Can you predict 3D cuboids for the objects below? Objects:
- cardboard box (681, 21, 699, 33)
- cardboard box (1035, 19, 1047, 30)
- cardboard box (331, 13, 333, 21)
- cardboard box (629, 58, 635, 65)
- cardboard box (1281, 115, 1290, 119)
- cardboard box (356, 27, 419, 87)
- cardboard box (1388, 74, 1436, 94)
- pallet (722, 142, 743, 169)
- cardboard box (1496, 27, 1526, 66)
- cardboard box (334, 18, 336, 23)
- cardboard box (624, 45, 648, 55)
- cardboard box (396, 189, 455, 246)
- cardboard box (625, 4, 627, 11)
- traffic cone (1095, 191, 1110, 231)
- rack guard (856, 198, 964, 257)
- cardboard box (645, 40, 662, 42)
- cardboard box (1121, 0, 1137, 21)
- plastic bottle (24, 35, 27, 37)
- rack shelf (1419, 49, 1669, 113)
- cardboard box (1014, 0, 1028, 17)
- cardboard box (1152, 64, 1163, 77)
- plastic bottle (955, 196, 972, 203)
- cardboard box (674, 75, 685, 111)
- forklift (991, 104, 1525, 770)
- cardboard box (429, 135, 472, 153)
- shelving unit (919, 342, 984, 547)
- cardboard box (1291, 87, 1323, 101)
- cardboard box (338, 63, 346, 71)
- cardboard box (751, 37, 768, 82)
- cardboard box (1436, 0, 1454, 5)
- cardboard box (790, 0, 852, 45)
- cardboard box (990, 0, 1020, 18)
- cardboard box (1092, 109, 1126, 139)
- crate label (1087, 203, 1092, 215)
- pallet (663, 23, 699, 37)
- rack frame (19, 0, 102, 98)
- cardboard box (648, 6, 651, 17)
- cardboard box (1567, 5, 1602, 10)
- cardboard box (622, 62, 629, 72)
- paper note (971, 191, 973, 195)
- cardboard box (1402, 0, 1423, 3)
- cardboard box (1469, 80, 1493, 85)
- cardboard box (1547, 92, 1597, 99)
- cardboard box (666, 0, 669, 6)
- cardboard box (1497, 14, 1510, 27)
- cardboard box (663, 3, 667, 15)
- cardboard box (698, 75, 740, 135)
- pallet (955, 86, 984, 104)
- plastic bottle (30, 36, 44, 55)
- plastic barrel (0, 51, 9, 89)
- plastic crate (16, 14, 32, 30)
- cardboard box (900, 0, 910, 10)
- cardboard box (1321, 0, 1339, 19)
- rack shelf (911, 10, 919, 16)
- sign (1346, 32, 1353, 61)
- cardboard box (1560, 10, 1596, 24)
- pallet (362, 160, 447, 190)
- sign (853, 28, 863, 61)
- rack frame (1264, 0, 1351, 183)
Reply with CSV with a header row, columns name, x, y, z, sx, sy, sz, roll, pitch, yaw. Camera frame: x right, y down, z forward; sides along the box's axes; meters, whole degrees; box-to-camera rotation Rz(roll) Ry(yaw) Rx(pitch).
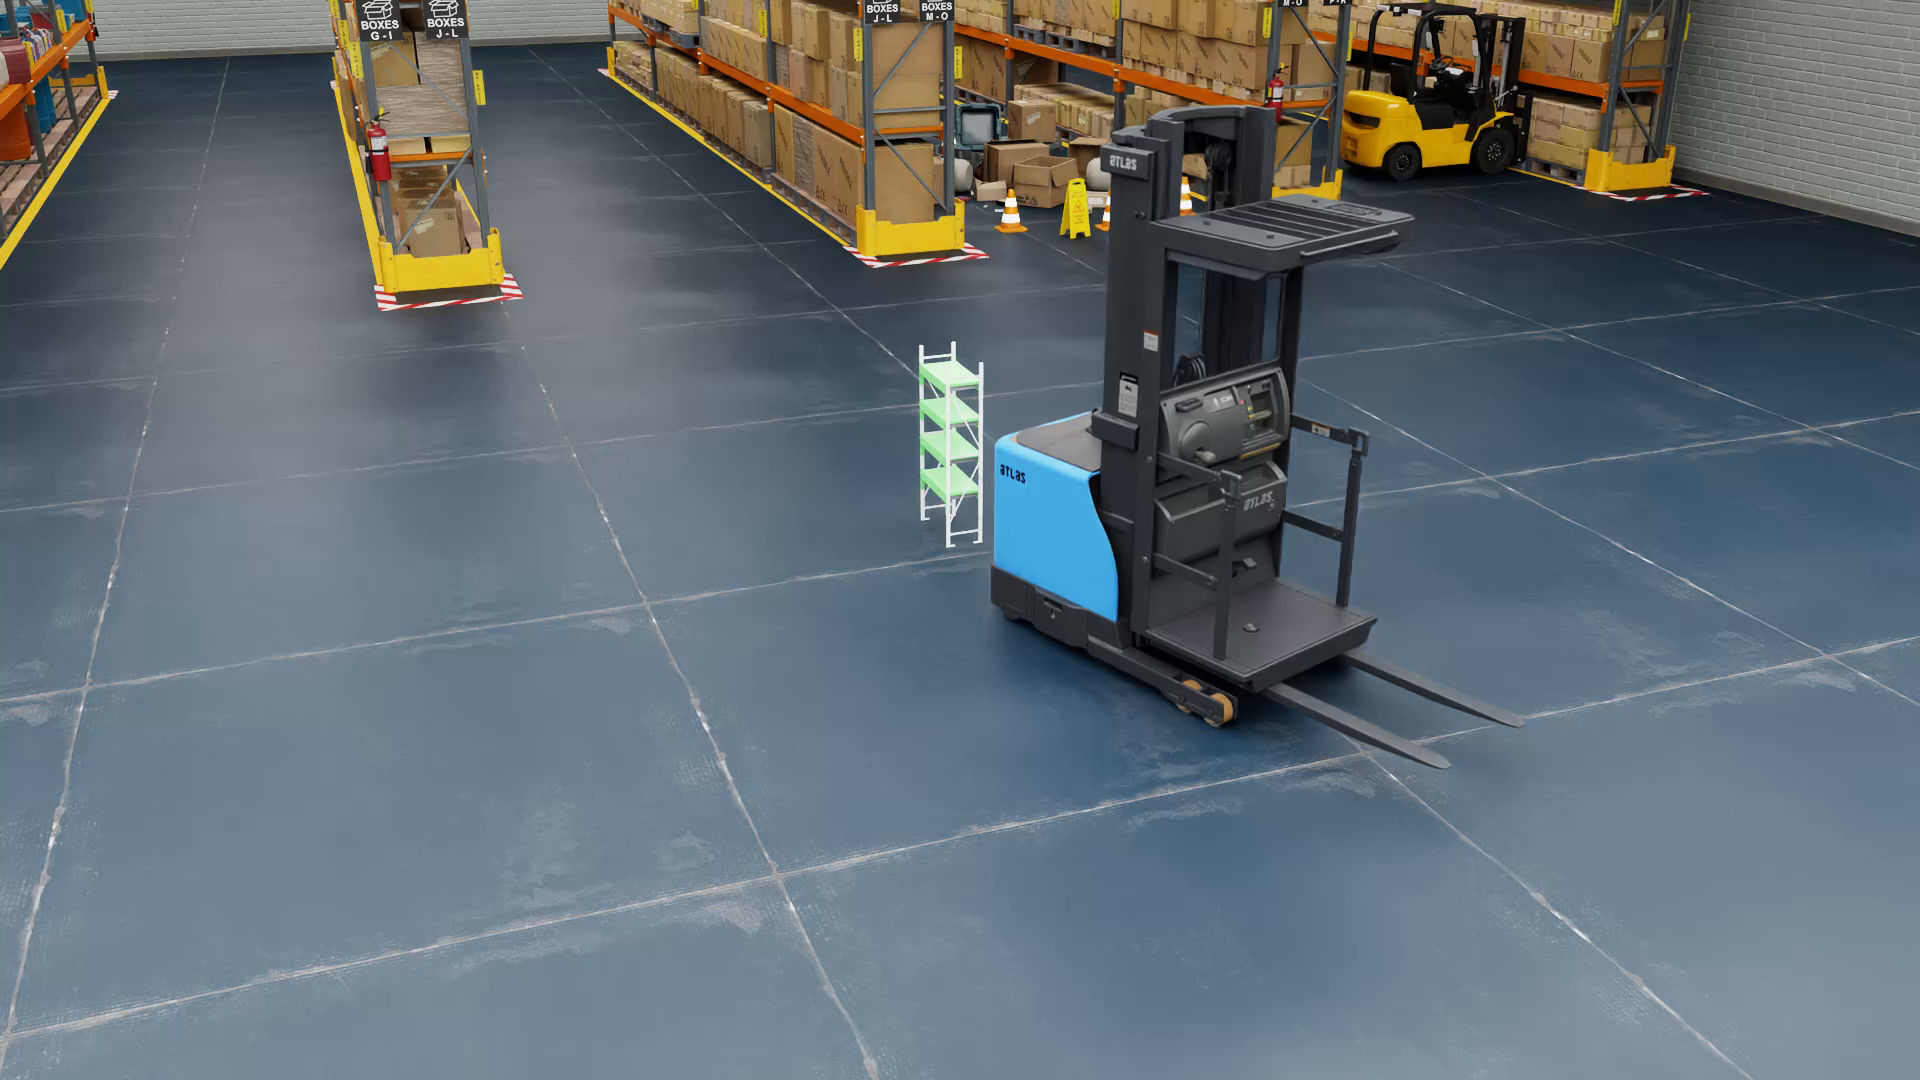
name,x,y,z,sx,sy,sz,roll,pitch,yaw
cardboard box,-3.979,-7.703,24.948,0.380,0.149,0.250,-8,24,-18
cardboard box,1.362,-7.844,25.280,0.380,0.149,0.250,-8,24,-19
cardboard box,-10.515,-8.924,28.384,0.380,0.149,0.250,-9,24,-20
cardboard box,-5.871,-8.832,30.590,0.380,0.149,0.250,-10,25,-22
cardboard box,3.823,-5.120,21.069,0.500,0.500,0.500,-9,25,-21
cardboard box,-5.649,-4.769,16.403,0.500,0.500,0.500,-8,24,-19
cardboard box,7.081,-6.742,25.400,0.875,0.625,0.625,-7,24,-17
pallet,-2.739,-5.485,23.492,1.003,0.211,1.213,-8,24,-19
cardboard box,7.726,-6.747,22.767,0.500,0.500,0.500,-8,24,-19
cardboard box,-9.865,-8.511,26.892,0.500,0.250,0.500,-9,24,-20
cardboard box,-5.989,-9.062,30.752,0.380,0.149,0.250,-10,25,-22
cardboard box,-5.672,-3.442,17.733,0.500,0.500,0.500,-2,23,-5
cardboard box,-5.866,-9.675,30.166,0.380,0.149,0.250,-9,24,-20
traffic cone,1.770,-3.853,19.296,0.336,0.463,0.334,-8,24,-19
rack guard,-0.540,-3.442,18.273,1.175,0.500,0.348,-8,24,-19
cardboard box,-5.776,-9.413,31.584,0.380,0.149,0.250,-8,24,-18
cardboard box,2.587,-7.226,22.234,0.700,0.500,0.500,-9,24,-20
plastic bottle,-13.458,-7.141,23.997,0.097,0.271,0.097,0,23,0
rack shelf,7.983,-6.396,22.990,1.077,0.370,4.000,-8,24,-19
cardboard box,1.163,-8.407,25.781,0.500,0.500,0.500,-9,24,-20
cardboard box,2.760,-6.226,21.983,0.380,0.149,0.250,-8,24,-17
plastic bottle,0.006,-4.243,20.738,0.283,0.061,0.133,-18,29,-37
cardboard box,-4.233,-7.133,26.490,0.500,0.500,0.500,-9,25,-21
forklift,1.514,-0.620,8.448,1.130,2.935,3.031,-18,29,-36
cardboard box,-5.102,-3.979,16.653,0.380,0.149,0.250,-8,24,-19
shelving unit,-0.058,-0.613,10.660,0.258,1.200,0.503,-8,24,-19
cardboard box,4.121,-5.355,19.916,0.380,0.149,0.250,-8,24,-19
cardboard box,-8.582,-6.659,24.881,1.225,0.875,0.875,-8,24,-19
cardboard box,-2.396,-6.255,21.600,0.500,0.500,0.500,-8,24,-19
cardboard box,7.111,-7.780,24.000,0.380,0.149,0.250,-8,24,-18
cardboard box,-1.560,-6.300,20.252,0.875,0.550,0.550,-8,24,-19
cardboard box,0.812,-8.528,26.670,0.500,0.250,0.500,-8,24,-19
cardboard box,2.446,-5.945,23.835,0.950,0.372,0.625,-8,24,-18
crate label,1.434,-3.980,20.017,0.298,0.136,0.250,18,29,36
pallet,-4.112,-8.135,26.435,1.003,0.211,1.213,-8,24,-19
rack frame,-15.510,-9.093,28.462,1.000,3.000,0.127,-8,24,-19
cardboard box,-4.890,-8.643,27.177,0.380,0.149,0.250,-8,24,-19
cardboard box,8.413,-7.121,22.437,0.380,0.149,0.250,-9,24,-20
cardboard box,-6.064,-8.781,30.851,0.380,0.149,0.250,-8,24,-18
paper note,0.231,-4.442,21.260,0.172,0.023,0.155,0,23,-1
cardboard box,6.840,-7.984,24.868,0.380,0.149,0.250,-9,24,-20
cardboard box,7.325,-6.436,23.869,0.500,0.250,0.500,-8,24,-19
cardboard box,8.350,-5.953,22.724,0.500,0.250,0.500,-9,24,-19
cardboard box,-4.333,-8.348,25.712,0.380,0.149,0.250,-8,24,-19
cardboard box,7.568,-7.178,22.955,0.380,0.149,0.250,-9,25,-21
cardboard box,-4.432,-8.310,26.003,0.380,0.149,0.250,-8,24,-18
cardboard box,-3.243,-6.433,24.506,1.050,0.750,0.750,-9,24,-20
pallet,0.586,-7.680,28.699,1.003,0.211,1.213,-8,24,-19
plastic bottle,-13.300,-7.119,23.937,0.152,0.276,0.135,-8,24,-19
plastic barrel,-12.121,-5.893,20.726,0.421,0.512,0.421,0,23,0
plastic crate,-15.159,-8.321,26.769,0.416,0.233,0.300,-8,24,-19
cardboard box,-0.782,-10.044,30.591,0.500,0.500,0.500,-9,24,-20
cardboard box,6.135,-8.500,26.603,0.500,0.250,0.500,-9,24,-20
rack shelf,-0.899,-10.074,31.716,1.077,0.370,4.000,-8,24,-19
sign,4.555,-5.792,19.515,0.100,0.325,0.005,-8,24,-19
cardboard box,8.113,-6.862,21.821,0.380,0.149,0.250,-8,24,-19
pallet,-7.348,-4.854,21.995,1.003,0.211,1.213,-8,24,-19
sign,-1.061,-5.176,17.373,0.100,0.325,0.005,-8,24,-19
rack frame,4.047,-5.319,19.507,1.000,3.000,0.127,-8,24,-19
